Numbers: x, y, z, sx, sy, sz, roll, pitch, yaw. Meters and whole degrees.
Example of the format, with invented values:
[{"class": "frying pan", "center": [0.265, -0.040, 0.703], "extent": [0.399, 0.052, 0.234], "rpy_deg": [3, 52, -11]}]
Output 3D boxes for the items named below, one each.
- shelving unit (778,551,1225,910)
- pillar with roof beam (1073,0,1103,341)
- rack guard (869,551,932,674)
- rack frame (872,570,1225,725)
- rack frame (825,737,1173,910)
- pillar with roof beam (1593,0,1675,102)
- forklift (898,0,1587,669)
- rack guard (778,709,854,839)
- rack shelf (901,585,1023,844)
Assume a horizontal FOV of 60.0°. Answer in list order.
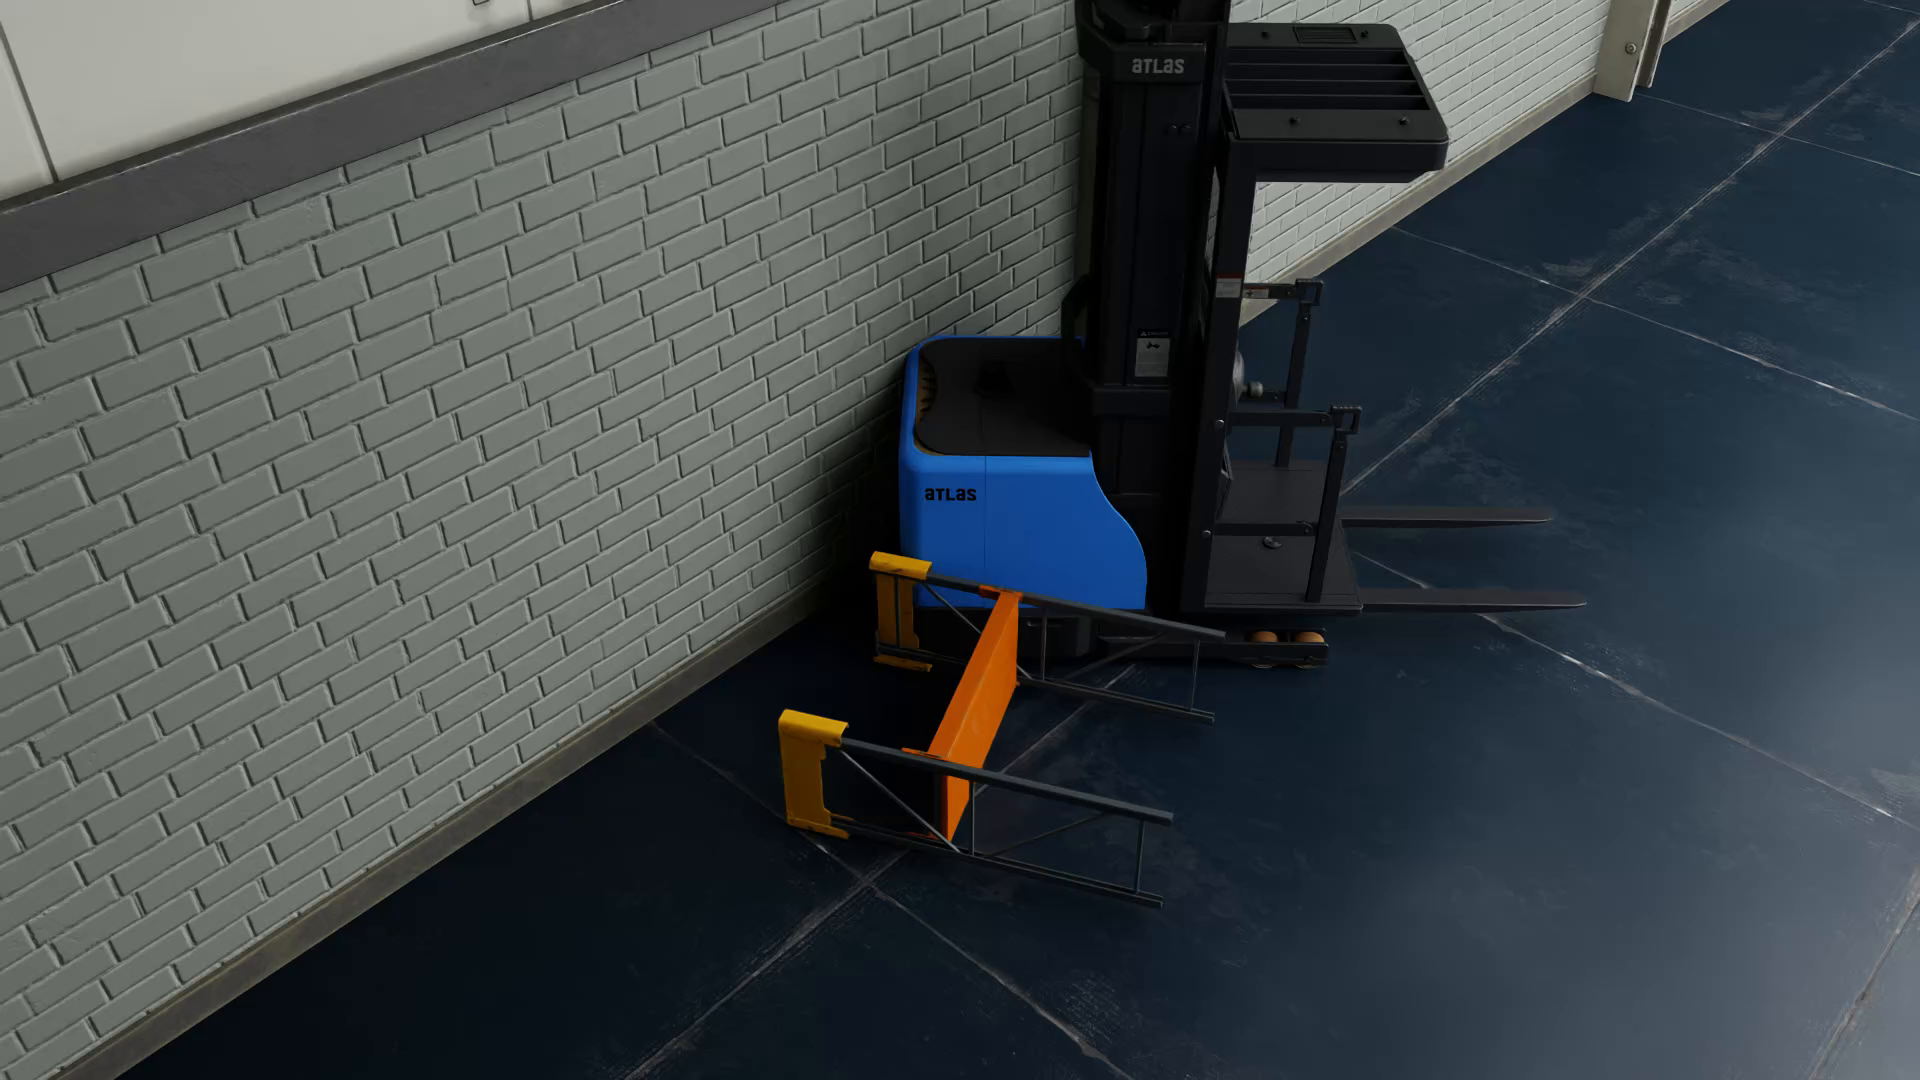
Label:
[{"class": "shelving unit", "center": [0.196, 0.728, 6.625], "extent": [1.500, 0.587, 1.083], "rpy_deg": [11, 40, 14]}, {"class": "pillar with roof beam", "center": [3.974, -2.276, 3.666], "extent": [9.100, 9.000, 0.400], "rpy_deg": [30, 47, 32]}, {"class": "rack guard", "center": [-0.250, 0.315, 7.145], "extent": [0.250, 0.587, 0.087], "rpy_deg": [11, 40, 14]}, {"class": "rack frame", "center": [0.347, 0.432, 6.998], "extent": [1.500, 0.500, 0.032], "rpy_deg": [11, 40, 14]}, {"class": "rack frame", "center": [0.039, 1.035, 6.239], "extent": [1.500, 0.500, 0.032], "rpy_deg": [11, 40, 14]}, {"class": "pillar with roof beam", "center": [8.022, -5.033, 7.133], "extent": [9.100, 9.000, 0.400], "rpy_deg": [30, 47, 32]}, {"class": "forklift", "center": [1.256, -0.916, 6.831], "extent": [3.031, 2.935, 1.130], "rpy_deg": [1, 38, 1]}, {"class": "rack guard", "center": [-0.551, 0.906, 6.402], "extent": [0.250, 0.587, 0.087], "rpy_deg": [11, 40, 14]}, {"class": "rack shelf", "center": [0.021, 0.700, 6.661], "extent": [0.185, 0.538, 1.000], "rpy_deg": [11, 40, 14]}]
